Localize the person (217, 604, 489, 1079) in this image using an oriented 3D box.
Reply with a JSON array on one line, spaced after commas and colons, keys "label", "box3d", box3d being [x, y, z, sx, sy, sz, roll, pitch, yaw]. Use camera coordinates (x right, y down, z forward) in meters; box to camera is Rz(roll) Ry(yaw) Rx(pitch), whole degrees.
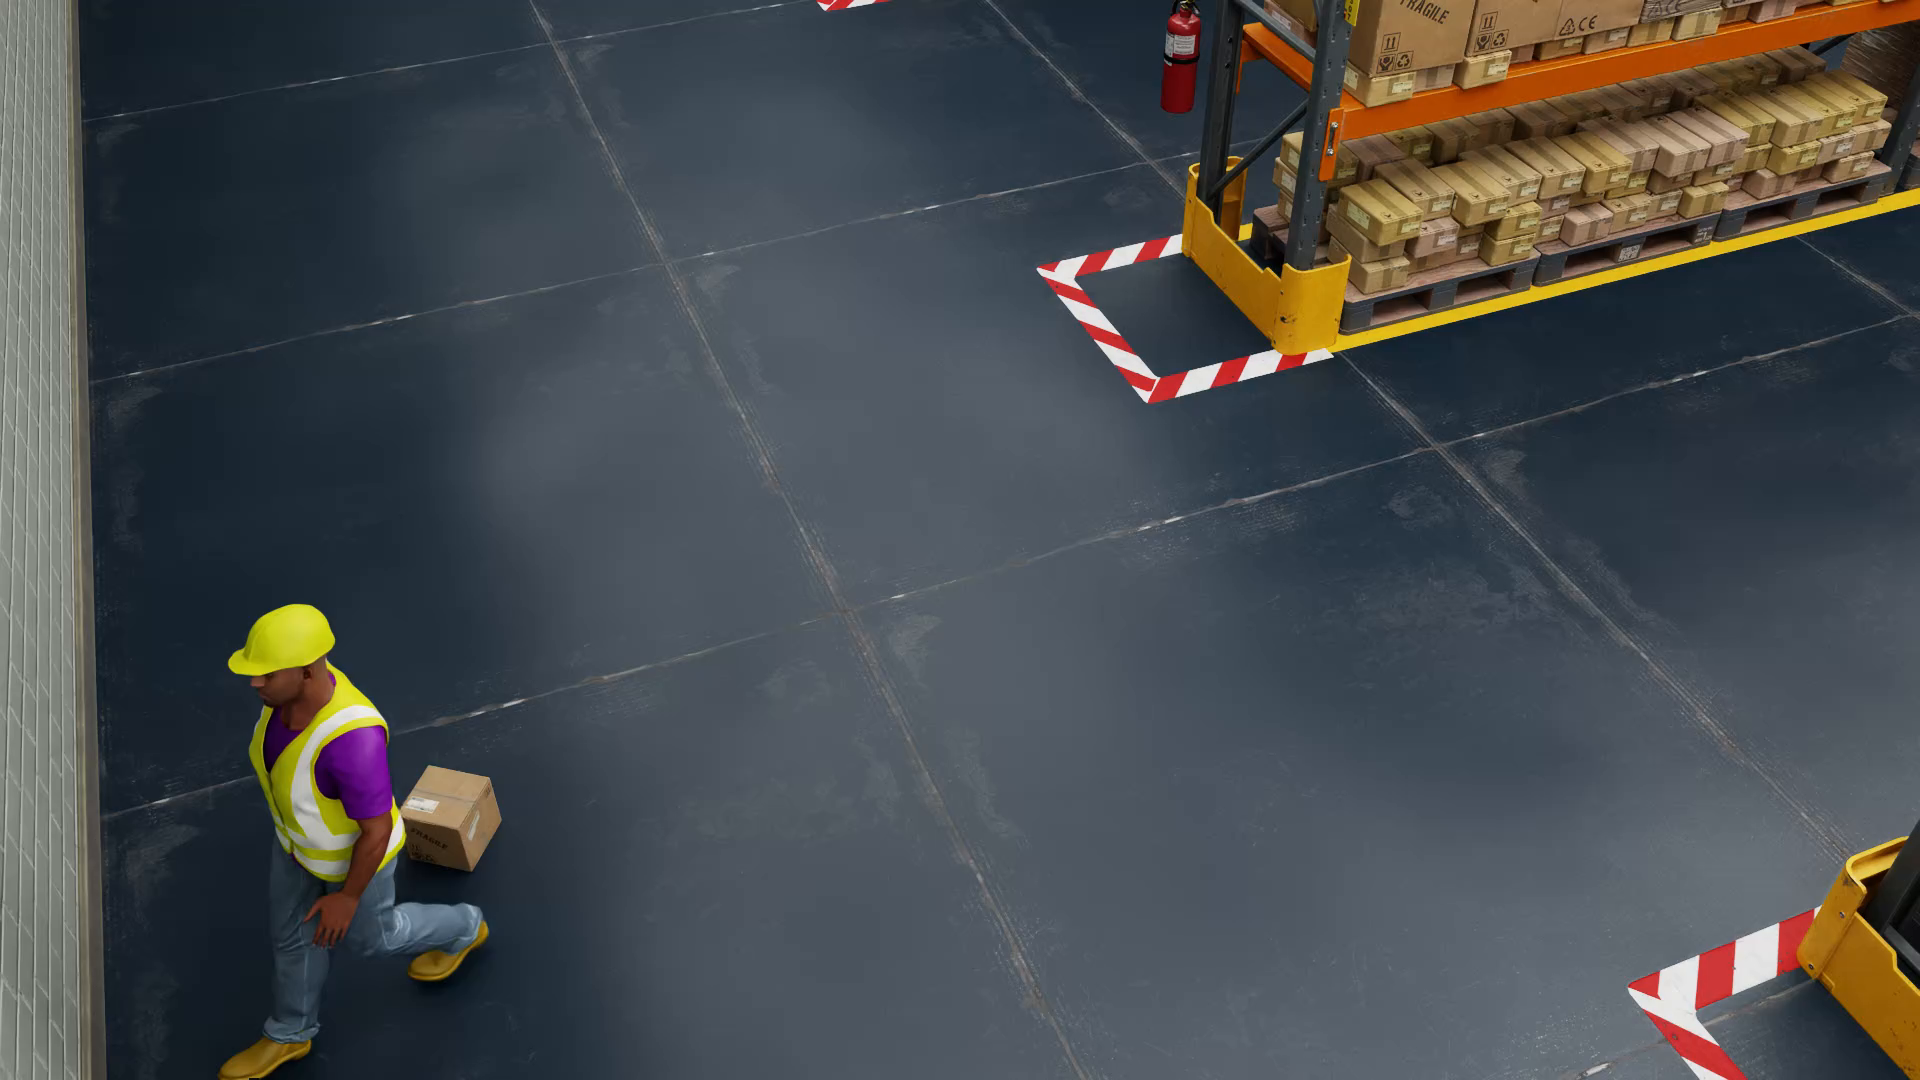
[{"label": "person", "box3d": [-2.007, 0.977, 5.067, 0.621, 1.705, 0.942, 29, 49, 29]}]
